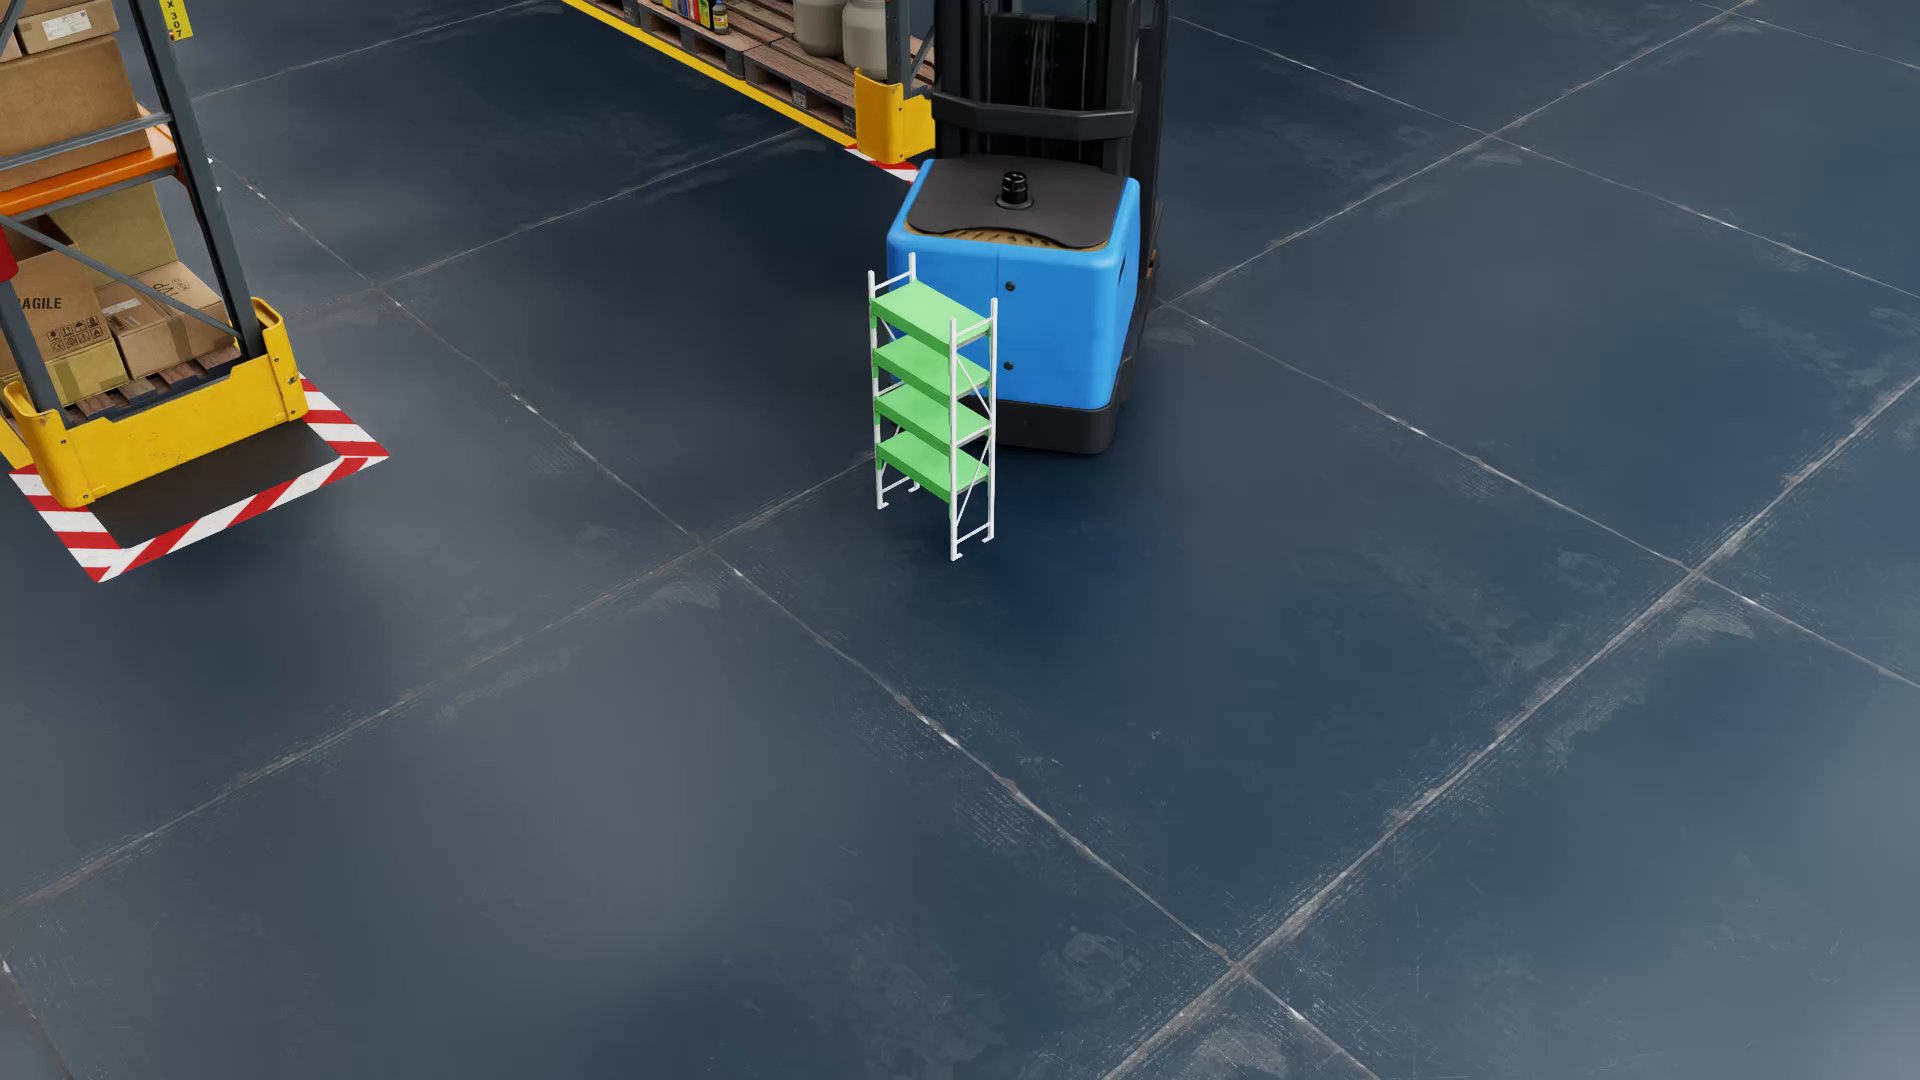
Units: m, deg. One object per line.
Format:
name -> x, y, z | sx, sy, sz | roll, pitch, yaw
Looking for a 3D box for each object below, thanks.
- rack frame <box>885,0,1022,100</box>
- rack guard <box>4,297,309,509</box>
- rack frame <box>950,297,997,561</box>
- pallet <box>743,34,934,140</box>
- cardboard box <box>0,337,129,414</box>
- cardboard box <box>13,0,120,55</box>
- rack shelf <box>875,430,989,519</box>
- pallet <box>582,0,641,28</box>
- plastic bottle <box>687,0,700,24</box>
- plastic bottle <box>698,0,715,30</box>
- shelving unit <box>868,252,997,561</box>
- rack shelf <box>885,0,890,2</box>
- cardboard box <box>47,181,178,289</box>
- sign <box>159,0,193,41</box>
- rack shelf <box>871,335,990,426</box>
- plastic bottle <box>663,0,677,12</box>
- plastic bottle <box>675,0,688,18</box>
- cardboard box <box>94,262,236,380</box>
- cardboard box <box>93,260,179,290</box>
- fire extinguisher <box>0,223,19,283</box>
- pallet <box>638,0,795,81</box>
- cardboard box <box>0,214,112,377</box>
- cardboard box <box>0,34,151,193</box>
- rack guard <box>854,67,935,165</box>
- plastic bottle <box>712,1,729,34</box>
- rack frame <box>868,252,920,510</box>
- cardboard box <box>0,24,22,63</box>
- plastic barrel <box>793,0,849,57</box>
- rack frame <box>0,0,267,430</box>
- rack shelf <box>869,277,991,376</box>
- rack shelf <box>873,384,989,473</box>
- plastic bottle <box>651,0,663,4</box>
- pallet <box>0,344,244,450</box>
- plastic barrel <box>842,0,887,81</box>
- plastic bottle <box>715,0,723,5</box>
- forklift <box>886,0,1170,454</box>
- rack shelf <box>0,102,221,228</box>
rack frame -> -0.028, -3.732, 9.484 | 1.000, 3.000, 0.127 | -30, 48, -32
rack guard -> -3.663, -0.645, 7.651 | 1.175, 0.500, 0.348 | -30, 48, -32
rack frame -> 0.053, -0.430, 6.828 | 0.240, 1.200, 0.015 | -30, 48, -32
pallet -> -0.659, -3.041, 10.847 | 1.003, 0.211, 1.213 | -30, 48, -32
cardboard box -> -4.259, -0.845, 7.763 | 0.500, 0.250, 0.500 | -30, 48, -32
cardboard box -> -3.786, -2.193, 6.983 | 0.380, 0.149, 0.250 | -30, 48, -32
rack shelf -> -0.112, -0.307, 7.159 | 0.258, 0.148, 0.480 | -30, 48, -32
pallet -> -2.310, -4.170, 12.245 | 1.003, 0.211, 1.213 | -30, 48, -32
plastic bottle -> -1.743, -3.636, 11.182 | 0.152, 0.276, 0.135 | -30, 47, -31
plastic bottle -> -1.685, -3.557, 11.078 | 0.061, 0.283, 0.133 | -29, 47, -31
shelving unit -> -0.112, -0.543, 6.968 | 0.258, 1.200, 0.503 | -30, 48, -32
rack shelf -> -1.380, -4.378, 10.856 | 1.077, 0.370, 4.000 | -30, 48, -32
cardboard box -> -4.217, -1.588, 8.086 | 0.500, 0.500, 0.500 | -30, 48, -32
sign -> -3.266, -2.230, 6.871 | 0.100, 0.325, 0.005 | -30, 48, -32
rack shelf -> -0.112, -0.680, 6.857 | 0.258, 0.148, 0.480 | -30, 48, -32
plastic bottle -> -1.952, -3.804, 11.331 | 0.144, 0.351, 0.185 | -28, 47, -30
plastic bottle -> -1.837, -3.700, 11.261 | 0.152, 0.276, 0.135 | -31, 48, -33
cardboard box -> -3.878, -1.065, 8.036 | 0.500, 0.250, 0.500 | -30, 48, -32
cardboard box -> -4.219, -1.295, 8.321 | 0.500, 0.250, 0.500 | -30, 48, -32
fire extinguisher -> -3.941, -1.347, 6.592 | 0.296, 0.674, 0.183 | -30, 48, -32
pallet -> -1.480, -3.605, 11.546 | 1.003, 0.211, 1.213 | -30, 48, -32
cardboard box -> -4.261, -1.136, 7.527 | 0.500, 0.500, 0.500 | -30, 48, -32
cardboard box -> -3.985, -1.889, 7.122 | 0.700, 0.500, 0.500 | -30, 48, -32
rack guard -> -0.114, -2.775, 10.288 | 1.175, 0.500, 0.348 | -30, 48, -32
plastic bottle -> -1.593, -3.478, 11.047 | 0.097, 0.201, 0.097 | 0, 39, 0
rack frame -> -0.277, -0.656, 7.108 | 0.240, 1.200, 0.015 | -30, 48, -32
cardboard box -> -4.078, -2.016, 6.763 | 0.380, 0.149, 0.250 | -31, 48, -32
plastic barrel -> -0.868, -3.432, 10.758 | 0.421, 0.512, 0.421 | 0, 39, 0
rack frame -> -3.679, -1.629, 6.880 | 1.000, 3.000, 0.127 | -30, 48, -32
rack shelf -> -0.112, -0.867, 6.706 | 0.258, 0.148, 0.480 | -30, 48, -32
rack shelf -> -0.112, -0.494, 7.008 | 0.258, 0.148, 0.480 | -30, 48, -32
plastic bottle -> -2.078, -3.890, 11.437 | 0.144, 0.351, 0.185 | -30, 48, -32
pallet -> -4.227, -0.880, 8.172 | 1.003, 0.211, 1.213 | -30, 48, -32
plastic barrel -> -0.529, -3.200, 10.470 | 0.421, 0.512, 0.421 | 0, 39, 0
plastic bottle -> -1.665, -3.684, 11.236 | 0.061, 0.283, 0.133 | -30, 48, -32
forklift -> 0.470, -2.462, 7.966 | 1.130, 2.935, 3.031 | 8, 40, 9
rack shelf -> -5.031, -2.275, 8.252 | 1.077, 0.370, 4.000 | -30, 48, -32
